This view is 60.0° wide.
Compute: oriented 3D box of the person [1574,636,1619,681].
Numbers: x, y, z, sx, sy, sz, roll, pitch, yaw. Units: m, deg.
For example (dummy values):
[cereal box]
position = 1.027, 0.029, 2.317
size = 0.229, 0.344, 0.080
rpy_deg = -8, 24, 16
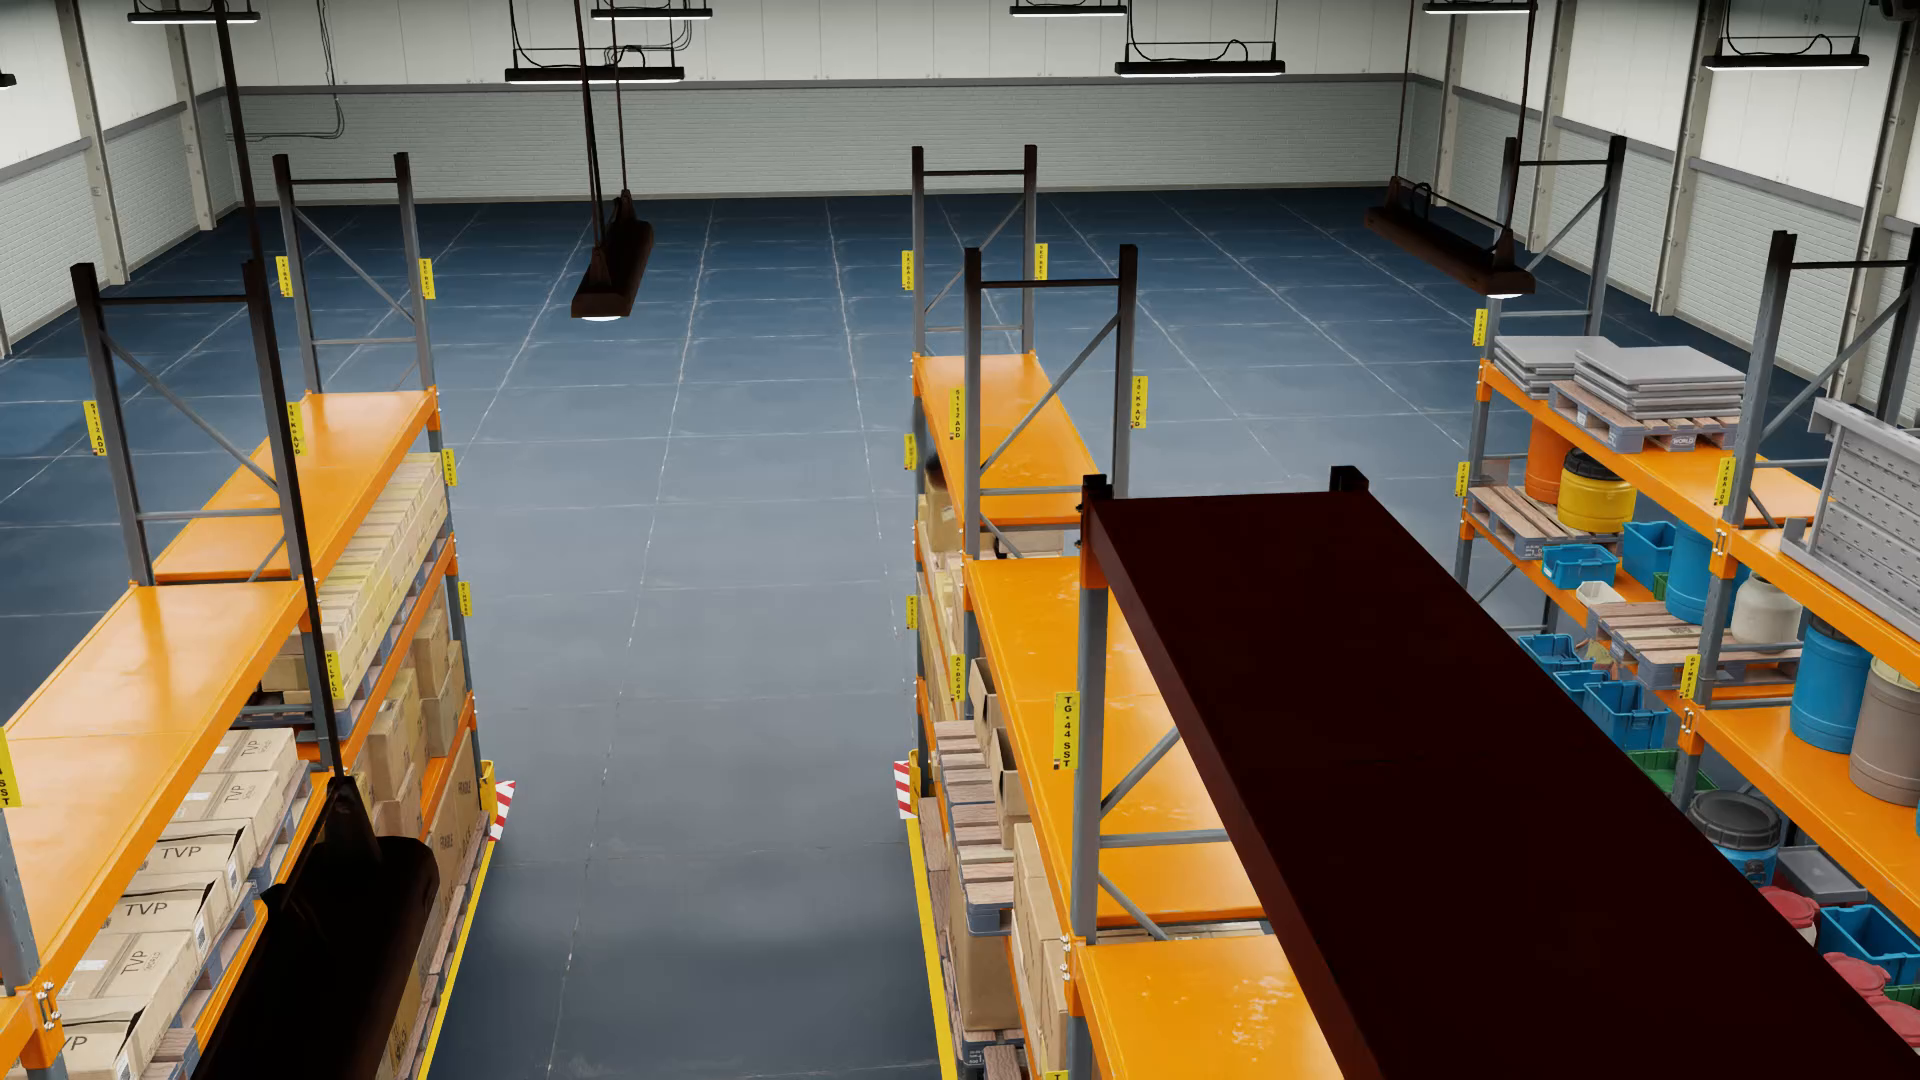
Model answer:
[person]
position = 6.349, 1.159, 16.509
size = 1.005, 1.625, 0.414
rpy_deg = 20, 29, 40
